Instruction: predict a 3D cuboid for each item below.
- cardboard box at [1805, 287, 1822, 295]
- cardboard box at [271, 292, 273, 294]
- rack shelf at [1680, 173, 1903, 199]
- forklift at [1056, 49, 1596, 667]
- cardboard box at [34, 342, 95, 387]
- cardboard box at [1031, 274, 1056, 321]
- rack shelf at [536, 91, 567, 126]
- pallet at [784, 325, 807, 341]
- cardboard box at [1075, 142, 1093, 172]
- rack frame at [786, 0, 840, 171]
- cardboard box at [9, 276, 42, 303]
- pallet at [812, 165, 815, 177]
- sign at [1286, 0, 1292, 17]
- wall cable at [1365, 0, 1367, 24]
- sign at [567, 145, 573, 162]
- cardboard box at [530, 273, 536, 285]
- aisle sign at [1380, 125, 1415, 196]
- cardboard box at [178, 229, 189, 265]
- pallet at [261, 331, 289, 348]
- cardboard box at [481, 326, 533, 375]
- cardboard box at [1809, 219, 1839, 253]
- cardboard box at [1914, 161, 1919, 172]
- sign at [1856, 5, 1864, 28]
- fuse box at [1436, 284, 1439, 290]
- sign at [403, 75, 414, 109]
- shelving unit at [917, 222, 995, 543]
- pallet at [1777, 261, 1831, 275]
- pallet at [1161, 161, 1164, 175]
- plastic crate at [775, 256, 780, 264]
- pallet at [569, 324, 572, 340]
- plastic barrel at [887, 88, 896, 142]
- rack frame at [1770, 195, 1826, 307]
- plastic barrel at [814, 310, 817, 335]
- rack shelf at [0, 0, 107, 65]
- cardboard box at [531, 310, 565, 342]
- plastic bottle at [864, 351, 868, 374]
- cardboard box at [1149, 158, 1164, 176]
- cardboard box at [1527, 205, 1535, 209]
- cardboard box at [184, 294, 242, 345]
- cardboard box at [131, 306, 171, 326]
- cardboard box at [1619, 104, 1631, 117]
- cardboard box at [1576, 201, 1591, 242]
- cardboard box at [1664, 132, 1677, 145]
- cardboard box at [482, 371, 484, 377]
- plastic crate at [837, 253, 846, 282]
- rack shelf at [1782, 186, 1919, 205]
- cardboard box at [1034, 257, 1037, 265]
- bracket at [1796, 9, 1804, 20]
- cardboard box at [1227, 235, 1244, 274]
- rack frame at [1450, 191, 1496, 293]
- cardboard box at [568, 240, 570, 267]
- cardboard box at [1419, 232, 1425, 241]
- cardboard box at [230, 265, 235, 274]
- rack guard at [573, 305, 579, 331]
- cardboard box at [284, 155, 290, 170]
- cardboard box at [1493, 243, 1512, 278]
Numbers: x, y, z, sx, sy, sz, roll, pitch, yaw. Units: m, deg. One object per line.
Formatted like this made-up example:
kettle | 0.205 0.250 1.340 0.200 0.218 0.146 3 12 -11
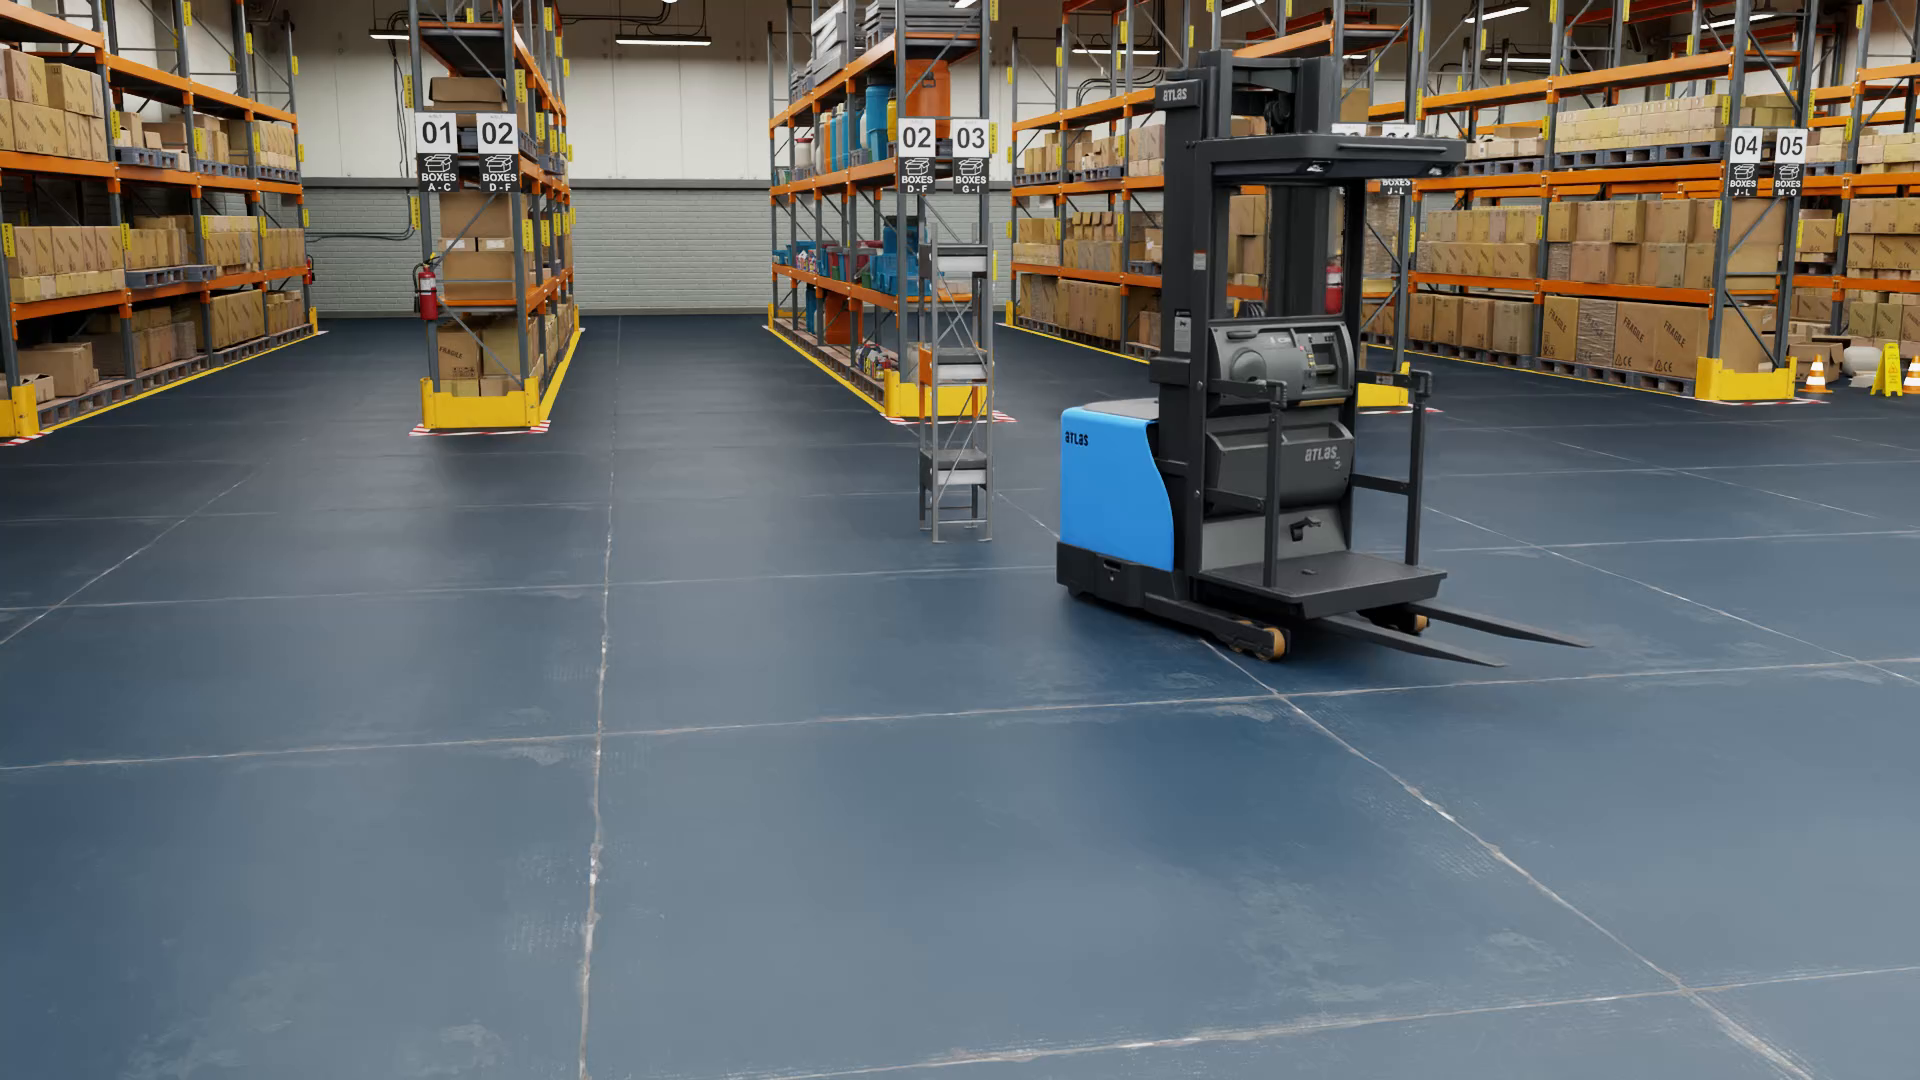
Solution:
cardboard box | 16.929 -4.916 32.828 0.380 0.149 0.250 -3 11 -14
cardboard box | -12.852 -4.489 30.589 0.380 0.149 0.250 -2 11 -11
rack shelf | 13.228 -5.627 26.641 1.077 0.370 4.000 -2 11 -11
forklift | 1.774 -0.950 8.349 1.130 2.935 3.031 -7 13 -32
cardboard box | -10.439 -2.039 19.394 0.500 0.500 0.500 -3 11 -15
cardboard box | 1.943 -4.862 33.278 0.875 0.875 0.875 -2 11 -11
rack shelf | -7.766 -7.846 30.287 1.077 0.370 4.000 -2 11 -11
pallet | -2.699 -3.831 30.758 1.003 0.211 1.213 -2 11 -11
cardboard box | 2.463 -6.870 29.856 0.700 0.500 0.500 -2 11 -10
rack frame | -2.518 -8.014 29.235 1.000 3.000 0.127 -2 11 -11
cardboard box | -9.685 -2.543 16.883 0.500 0.250 0.500 -2 11 -13
pallet | -1.793 -5.858 26.434 1.003 0.211 1.213 -2 11 -11
sign | 4.432 -7.241 22.464 0.100 0.325 0.005 -2 11 -11
wall cable | 8.873 -13.524 40.537 2.355 3.000 0.029 -2 11 -11
sign | -7.607 -7.546 32.431 0.100 0.325 0.005 -2 11 -11
cardboard box | -5.793 -3.467 22.061 0.380 0.149 0.250 -2 11 -11
aisle sign | 4.981 -4.323 18.934 0.394 0.787 0.004 -2 11 -11
cardboard box | -11.356 -4.153 23.547 0.700 0.500 0.500 -3 11 -18
pallet | -12.307 -3.479 28.911 1.003 0.211 1.213 -2 11 -11
cardboard box | -5.029 -2.109 18.478 0.500 0.500 0.500 -2 11 -11
cardboard box | 13.302 -4.618 25.252 0.500 0.500 0.500 -2 11 -12
cardboard box | 13.641 -5.236 23.333 0.380 0.149 0.250 -2 11 -13
sign | 13.074 -7.603 24.152 0.100 0.325 0.005 -2 11 -11
fuse box | 12.253 -6.791 42.300 0.539 1.711 0.414 -2 11 -11
sign | -5.578 -4.539 16.844 0.100 0.325 0.005 -2 11 -11
shelving unit | -0.032 -1.062 11.160 0.431 2.100 0.503 -2 11 -11
pallet | 13.265 -4.418 26.900 1.003 0.211 1.213 -2 11 -11
pallet | 3.676 -5.468 24.385 1.213 0.211 1.003 -2 11 -11
plastic crate | -3.458 -5.457 32.390 0.250 0.136 0.298 -2 11 -11
pallet | -7.751 -3.868 30.954 1.003 0.211 1.213 -2 11 -11
plastic barrel | -0.530 -4.843 18.970 0.600 0.588 0.600 0 11 0
rack frame | 16.930 -5.789 33.588 1.000 3.000 0.127 -2 11 -11
plastic barrel | -2.269 -3.714 28.218 0.421 0.512 0.421 0 11 0
rack shelf | -10.291 -5.465 17.774 1.077 0.370 4.000 -2 11 -11
cardboard box | -6.607 -3.424 26.672 0.500 0.500 0.500 -2 11 -12
plastic bottle | -1.184 -2.252 21.094 0.061 0.283 0.133 -2 11 -8
cardboard box | 3.169 -5.630 25.132 0.500 0.250 0.500 -2 11 -10
cardboard box | 11.639 -6.656 33.466 0.380 0.149 0.250 -2 11 -11
cardboard box | -11.636 -3.424 25.789 0.750 0.750 0.750 -2 11 -11
cardboard box | -11.217 -3.093 22.926 0.500 0.250 0.500 -2 11 -10
cardboard box | 8.815 -5.581 21.622 0.380 0.149 0.250 -2 11 -11
cardboard box | 9.041 -4.380 22.899 0.875 0.550 0.550 -2 11 -11
cardboard box | 9.015 -5.002 20.713 0.380 0.149 0.250 -2 11 -10
cardboard box | -5.546 -1.721 18.448 0.500 0.250 0.500 -2 11 -11
plastic crate | -1.481 -3.783 23.092 0.392 0.384 0.575 -2 11 -11
rack shelf | 17.319 -6.542 31.447 1.077 0.370 4.000 -2 11 -11
cardboard box | 1.661 -5.450 32.481 0.380 0.149 0.250 -2 11 -10
bracket | 17.249 -10.728 33.865 0.235 0.232 0.430 -2 11 -11
cardboard box | 3.986 -3.797 22.062 0.875 0.500 0.500 -2 11 -11
rack frame | 11.283 -6.341 36.490 1.000 3.000 0.127 -2 11 -11
cardboard box | -7.507 -5.319 30.852 0.500 0.500 0.500 -2 11 -12
cardboard box | 8.049 -5.191 28.408 0.380 0.149 0.250 -2 11 -13
cardboard box | -11.648 -4.258 26.162 0.380 0.149 0.250 -2 11 -9
rack guard | -8.140 -4.379 32.868 1.175 0.500 0.348 -2 11 -11
cardboard box | -12.508 -6.876 30.286 0.500 0.250 0.500 -3 11 -13
cardboard box | 8.320 -4.169 24.813 0.500 0.500 0.500 -2 11 -12
